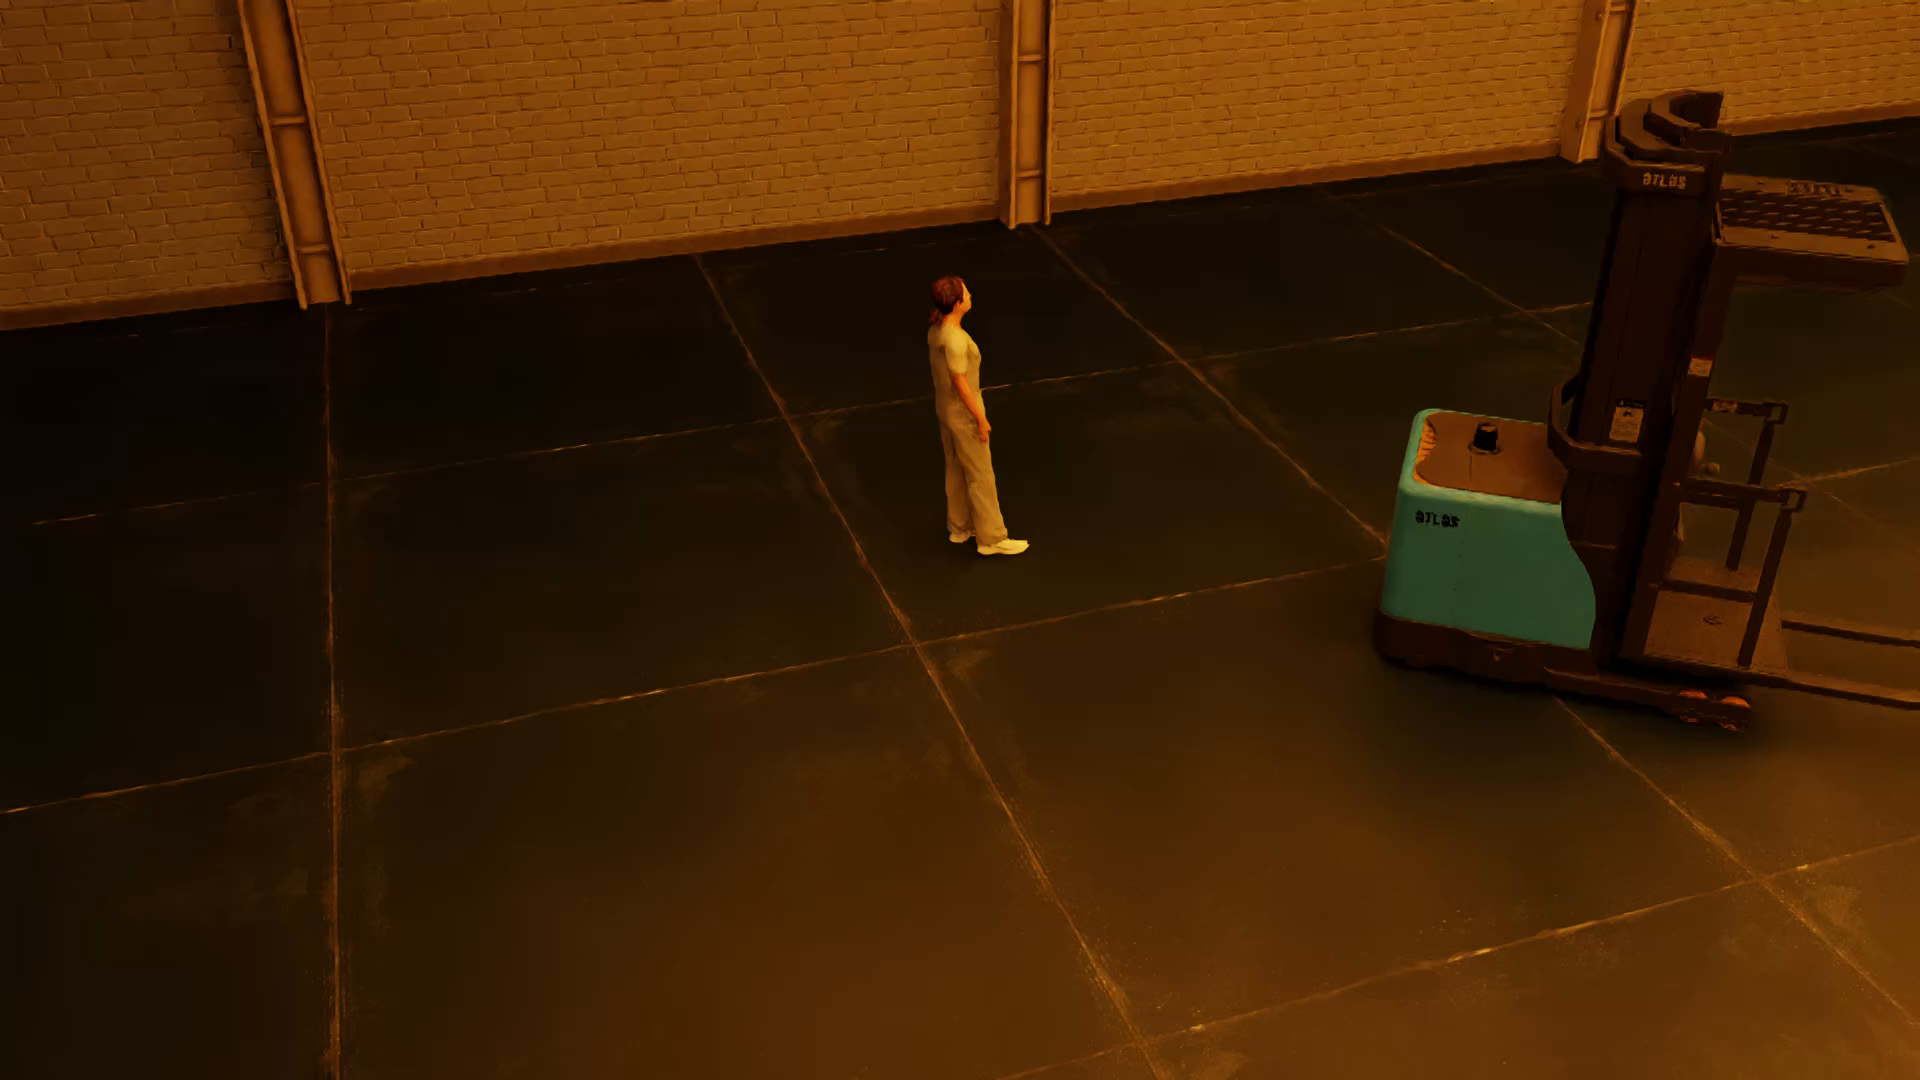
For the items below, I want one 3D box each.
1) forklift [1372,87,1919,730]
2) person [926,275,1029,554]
[{"bbox_3d":[3.782,-0.614,8.155,3.031,2.935,1.130,10,31,16],"label":"forklift"},{"bbox_3d":[0.074,-0.738,9.614,0.548,1.674,0.550,-10,31,-16],"label":"person"}]
